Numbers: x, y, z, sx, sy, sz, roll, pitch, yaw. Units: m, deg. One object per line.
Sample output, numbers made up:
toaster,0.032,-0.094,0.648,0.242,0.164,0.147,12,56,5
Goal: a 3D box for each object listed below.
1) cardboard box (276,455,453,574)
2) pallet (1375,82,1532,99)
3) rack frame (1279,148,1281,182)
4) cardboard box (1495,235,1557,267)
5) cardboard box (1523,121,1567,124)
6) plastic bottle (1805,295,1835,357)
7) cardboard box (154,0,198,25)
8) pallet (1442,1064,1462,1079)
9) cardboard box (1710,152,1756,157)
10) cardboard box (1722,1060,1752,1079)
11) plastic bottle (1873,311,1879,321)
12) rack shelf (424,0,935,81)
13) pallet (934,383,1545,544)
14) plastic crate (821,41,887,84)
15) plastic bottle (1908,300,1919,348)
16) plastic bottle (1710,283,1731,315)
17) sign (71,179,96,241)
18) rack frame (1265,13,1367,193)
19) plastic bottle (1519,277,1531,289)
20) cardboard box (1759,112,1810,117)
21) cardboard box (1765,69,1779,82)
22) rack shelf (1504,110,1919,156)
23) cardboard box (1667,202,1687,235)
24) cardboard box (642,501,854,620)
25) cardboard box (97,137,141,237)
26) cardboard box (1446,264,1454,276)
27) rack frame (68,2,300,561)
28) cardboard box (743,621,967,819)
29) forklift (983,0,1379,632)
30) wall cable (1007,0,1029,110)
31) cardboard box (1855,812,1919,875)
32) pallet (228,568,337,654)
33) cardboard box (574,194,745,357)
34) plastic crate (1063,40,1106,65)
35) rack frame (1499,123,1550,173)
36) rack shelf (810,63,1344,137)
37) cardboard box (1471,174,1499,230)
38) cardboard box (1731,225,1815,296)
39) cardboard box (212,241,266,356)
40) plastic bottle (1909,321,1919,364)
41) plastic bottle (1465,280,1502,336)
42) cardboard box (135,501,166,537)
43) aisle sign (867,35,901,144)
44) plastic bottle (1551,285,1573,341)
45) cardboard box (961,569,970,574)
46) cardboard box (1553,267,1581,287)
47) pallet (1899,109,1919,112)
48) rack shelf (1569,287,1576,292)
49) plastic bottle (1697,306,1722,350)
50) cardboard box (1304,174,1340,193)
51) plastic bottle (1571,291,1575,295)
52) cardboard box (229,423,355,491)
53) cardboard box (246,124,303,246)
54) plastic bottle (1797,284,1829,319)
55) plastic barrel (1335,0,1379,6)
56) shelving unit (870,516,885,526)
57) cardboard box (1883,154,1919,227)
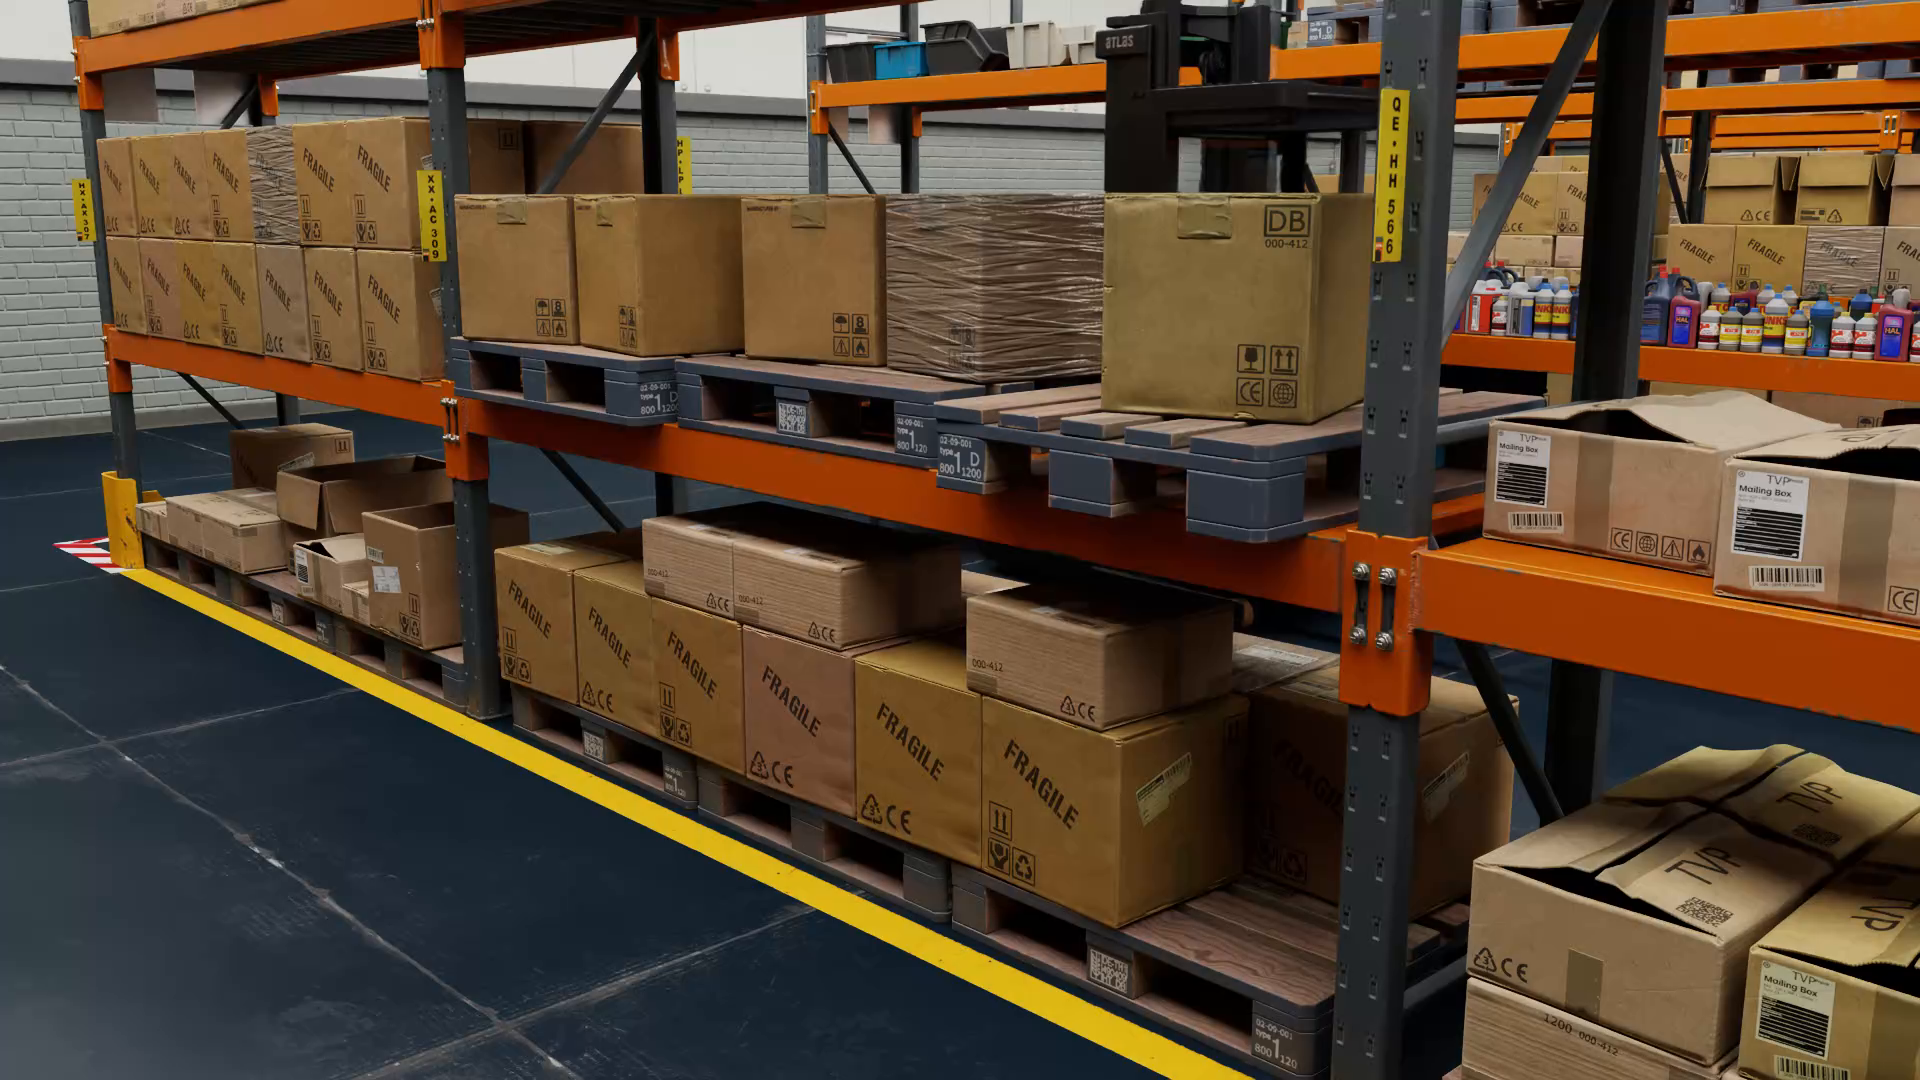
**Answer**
cardboard box,-2.840,-0.103,8.072,0.797,0.503,0.637,-11,16,-43
pallet,4.232,-3.941,14.392,1.003,0.211,1.213,-11,16,-43
rack frame,2.866,-2.800,16.068,1.000,3.000,0.127,-11,16,-43
cardboard box,4.774,-2.391,13.720,0.500,0.250,0.500,-10,15,-41
cardboard box,6.648,-4.771,18.573,0.500,0.250,0.500,-10,15,-41
plastic bottle,3.860,-0.960,7.458,0.097,0.271,0.097,0,12,0
cardboard box,-3.448,-2.558,7.831,0.500,0.250,0.500,-11,16,-43
pallet,1.763,1.239,3.375,1.003,0.211,1.213,-11,16,-43
cardboard box,8.061,-3.759,17.262,0.500,0.500,0.500,-10,16,-41
cardboard box,1.720,1.079,3.013,0.500,0.250,0.500,11,16,44
plastic bottle,4.346,-1.001,7.826,0.097,0.201,0.097,0,12,0
rack shelf,-0.158,-1.661,4.890,1.077,0.370,4.000,-11,16,-43
pallet,0.704,-0.248,4.155,1.213,0.211,1.003,-11,16,-43
plastic crate,-0.652,-3.420,11.967,0.497,0.269,0.590,-11,16,-43
plastic bottle,4.549,-1.048,7.852,0.061,0.283,0.133,-11,16,-43
plastic bottle,3.885,-1.177,8.508,0.097,0.271,0.097,0,12,0
sign,-4.694,-1.768,8.916,0.100,0.325,0.005,-11,16,-43
rack frame,2.046,-1.526,9.885,1.000,3.000,0.127,-11,16,-43
plastic bottle,3.075,-1.303,9.123,0.097,0.271,0.097,0,12,0
cardboard box,8.415,-4.397,16.757,0.500,0.250,0.500,-11,16,-43
cardboard box,8.432,-4.643,16.711,0.500,0.250,0.500,11,16,43
rack shelf,7.904,-4.301,17.705,1.077,0.370,4.000,-11,16,-43
cardboard box,7.707,-3.346,17.732,0.500,0.500,0.500,11,16,44
cardboard box,-0.691,0.056,5.453,0.500,0.250,0.500,-11,16,-42
cardboard box,-4.186,-1.857,8.767,0.500,0.500,0.500,-10,15,-41
cardboard box,4.293,-2.279,14.164,0.380,0.149,0.250,-11,16,-43
rack frame,-4.302,-1.420,9.370,1.000,3.000,0.127,-11,16,-43
cardboard box,-0.317,0.501,5.149,0.500,0.500,0.500,11,16,43
forklift,1.484,-1.118,8.073,1.130,2.935,3.031,-10,15,-41
wall cable,1.454,-8.619,21.475,2.277,5.999,0.120,-11,16,-43
cardboard box,2.127,0.731,3.314,0.500,0.311,0.500,-11,16,-43
pallet,-2.860,0.251,8.170,1.003,0.211,1.213,-11,16,-43
cardboard box,-0.853,-0.899,5.553,0.700,0.500,0.500,-8,14,-34
plastic crate,0.892,-2.999,10.252,0.293,0.136,0.466,-11,16,-43
rack frame,6.523,-3.476,19.351,1.000,3.000,0.127,-11,16,-43
rack shelf,0.665,-2.935,11.071,1.077,0.370,4.000,-11,16,-43
cardboard box,4.785,-2.909,14.376,0.500,0.500,0.500,11,16,43
cardboard box,6.113,-2.090,12.374,0.500,0.500,0.500,-11,16,-42
cardboard box,-3.137,-1.146,7.793,0.500,0.500,0.500,-11,16,-42
plastic bottle,4.154,-0.864,7.163,0.097,0.201,0.097,0,12,0
plastic bottle,2.729,-1.209,8.656,0.152,0.276,0.135,-11,16,-43
cardboard box,-4.261,-0.130,9.085,0.380,0.149,0.250,-11,16,-43
aisle sign,-0.554,-3.434,12.705,0.394,0.787,0.004,-11,16,-43
plastic bottle,3.017,-1.138,8.322,0.097,0.271,0.097,0,12,0
cardboard box,-0.310,0.351,5.878,0.500,0.500,0.500,-11,16,-42
cardboard box,5.002,-2.130,13.437,0.380,0.149,0.250,-10,16,-41
pallet,9.635,-4.165,15.725,1.213,0.211,1.003,-11,16,-43
rack shelf,4.247,-2.156,14.724,1.077,0.370,4.000,-11,16,-43
plastic bottle,3.524,-0.997,7.809,0.097,0.201,0.097,0,12,0
cardboard box,3.347,-3.059,15.101,0.500,0.500,0.500,11,16,44
plastic bottle,3.345,-1.257,9.069,0.097,0.201,0.097,0,12,0
cardboard box,-3.748,-0.366,9.360,0.500,0.500,0.500,-11,16,-43
cardboard box,-2.779,-1.561,7.327,0.500,0.500,0.500,-11,16,-42
plastic bottle,4.205,-1.120,8.205,0.061,0.283,0.133,-11,16,-43
plastic barrel,2.228,-3.156,8.983,0.433,0.535,0.433,0,12,0
shelving unit,-0.005,-0.552,9.803,0.538,1.125,1.048,-11,16,-43
cardboard box,6.981,-2.474,11.753,0.797,0.503,0.637,-10,15,-41
